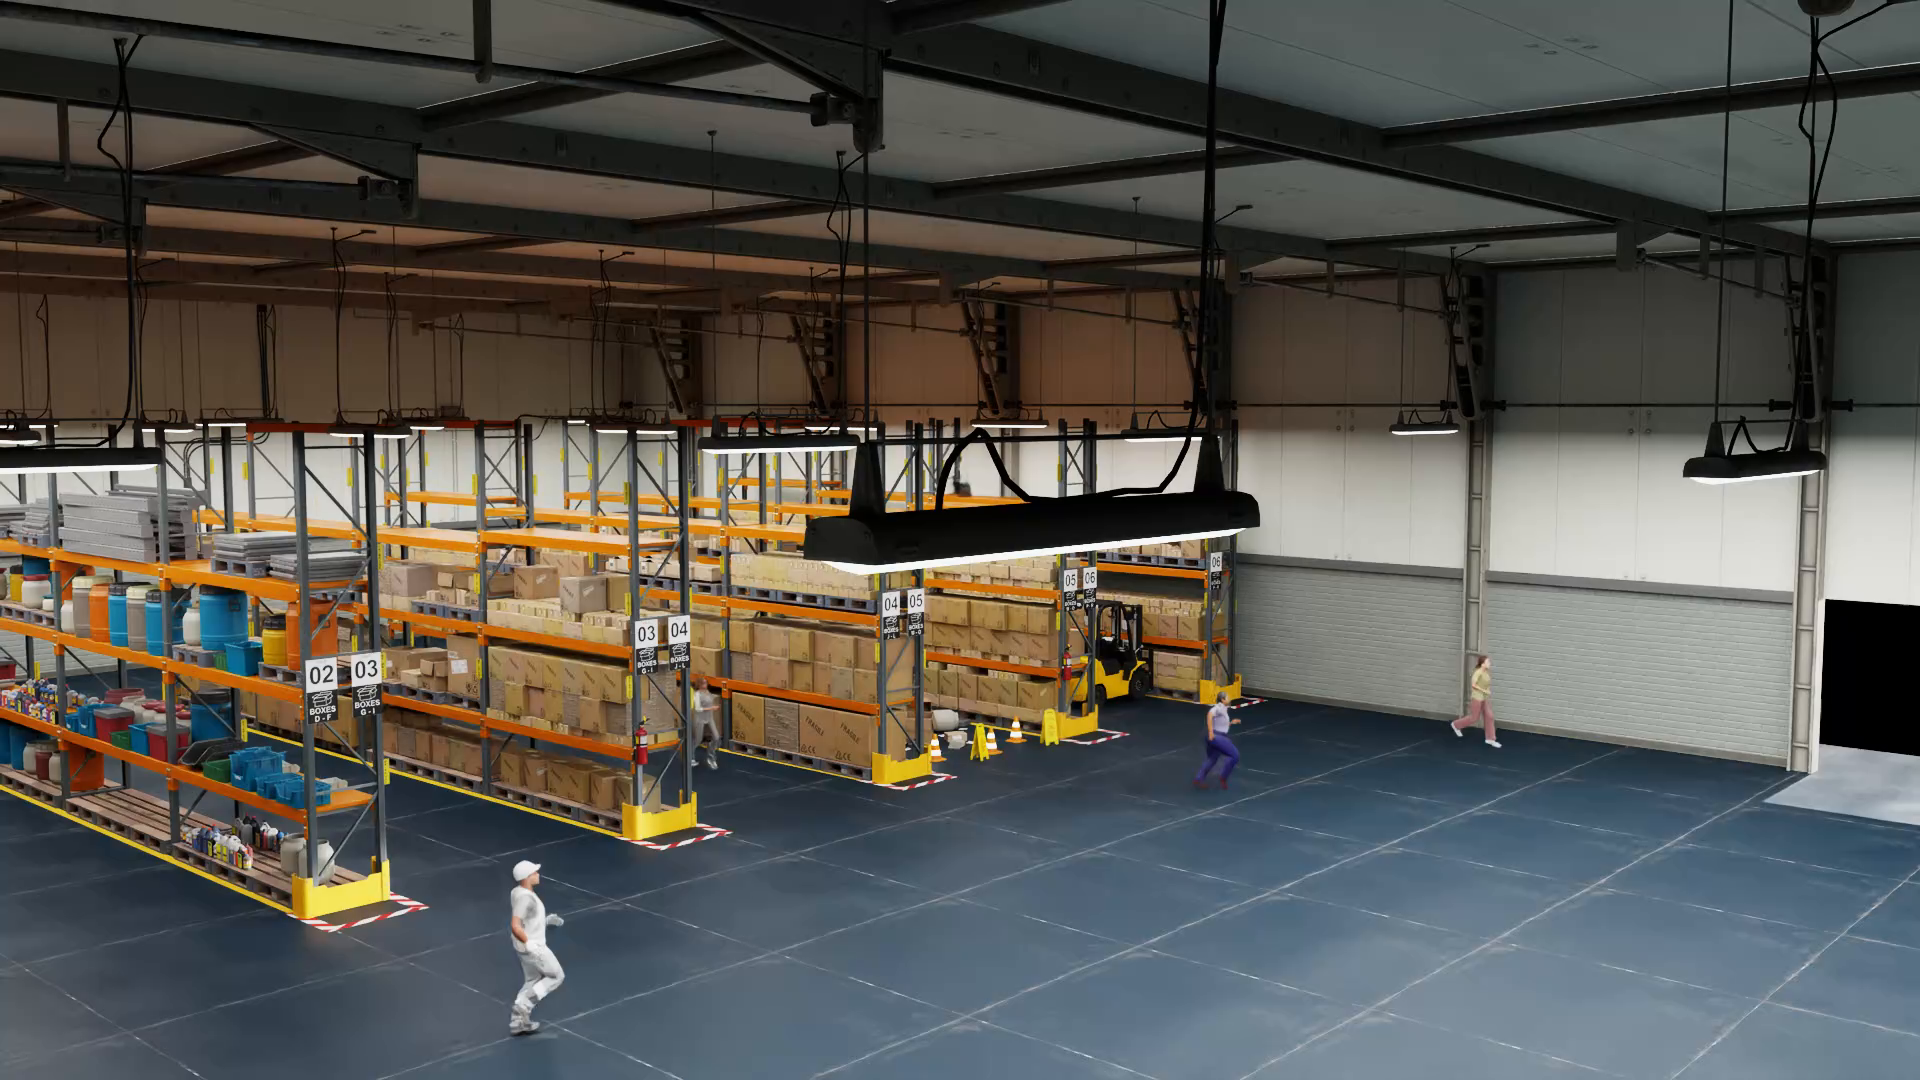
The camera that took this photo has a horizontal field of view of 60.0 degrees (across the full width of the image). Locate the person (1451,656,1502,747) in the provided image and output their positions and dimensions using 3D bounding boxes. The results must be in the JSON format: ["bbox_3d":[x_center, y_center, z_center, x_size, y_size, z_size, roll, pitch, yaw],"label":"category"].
[{"bbox_3d":[9.639,2.975,30.958,0.986,1.664,0.600,4,6,38],"label":"person"}]

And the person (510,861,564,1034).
[{"bbox_3d":[-4.273,4.080,16.750,0.602,1.738,0.657,-2,5,-27],"label":"person"}]

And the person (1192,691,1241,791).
[{"bbox_3d":[4.209,3.293,27.223,0.796,1.644,0.630,0,5,-1],"label":"person"}]

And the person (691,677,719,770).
[{"bbox_3d":[-4.445,3.175,28.814,0.711,1.638,0.504,3,6,32],"label":"person"}]
